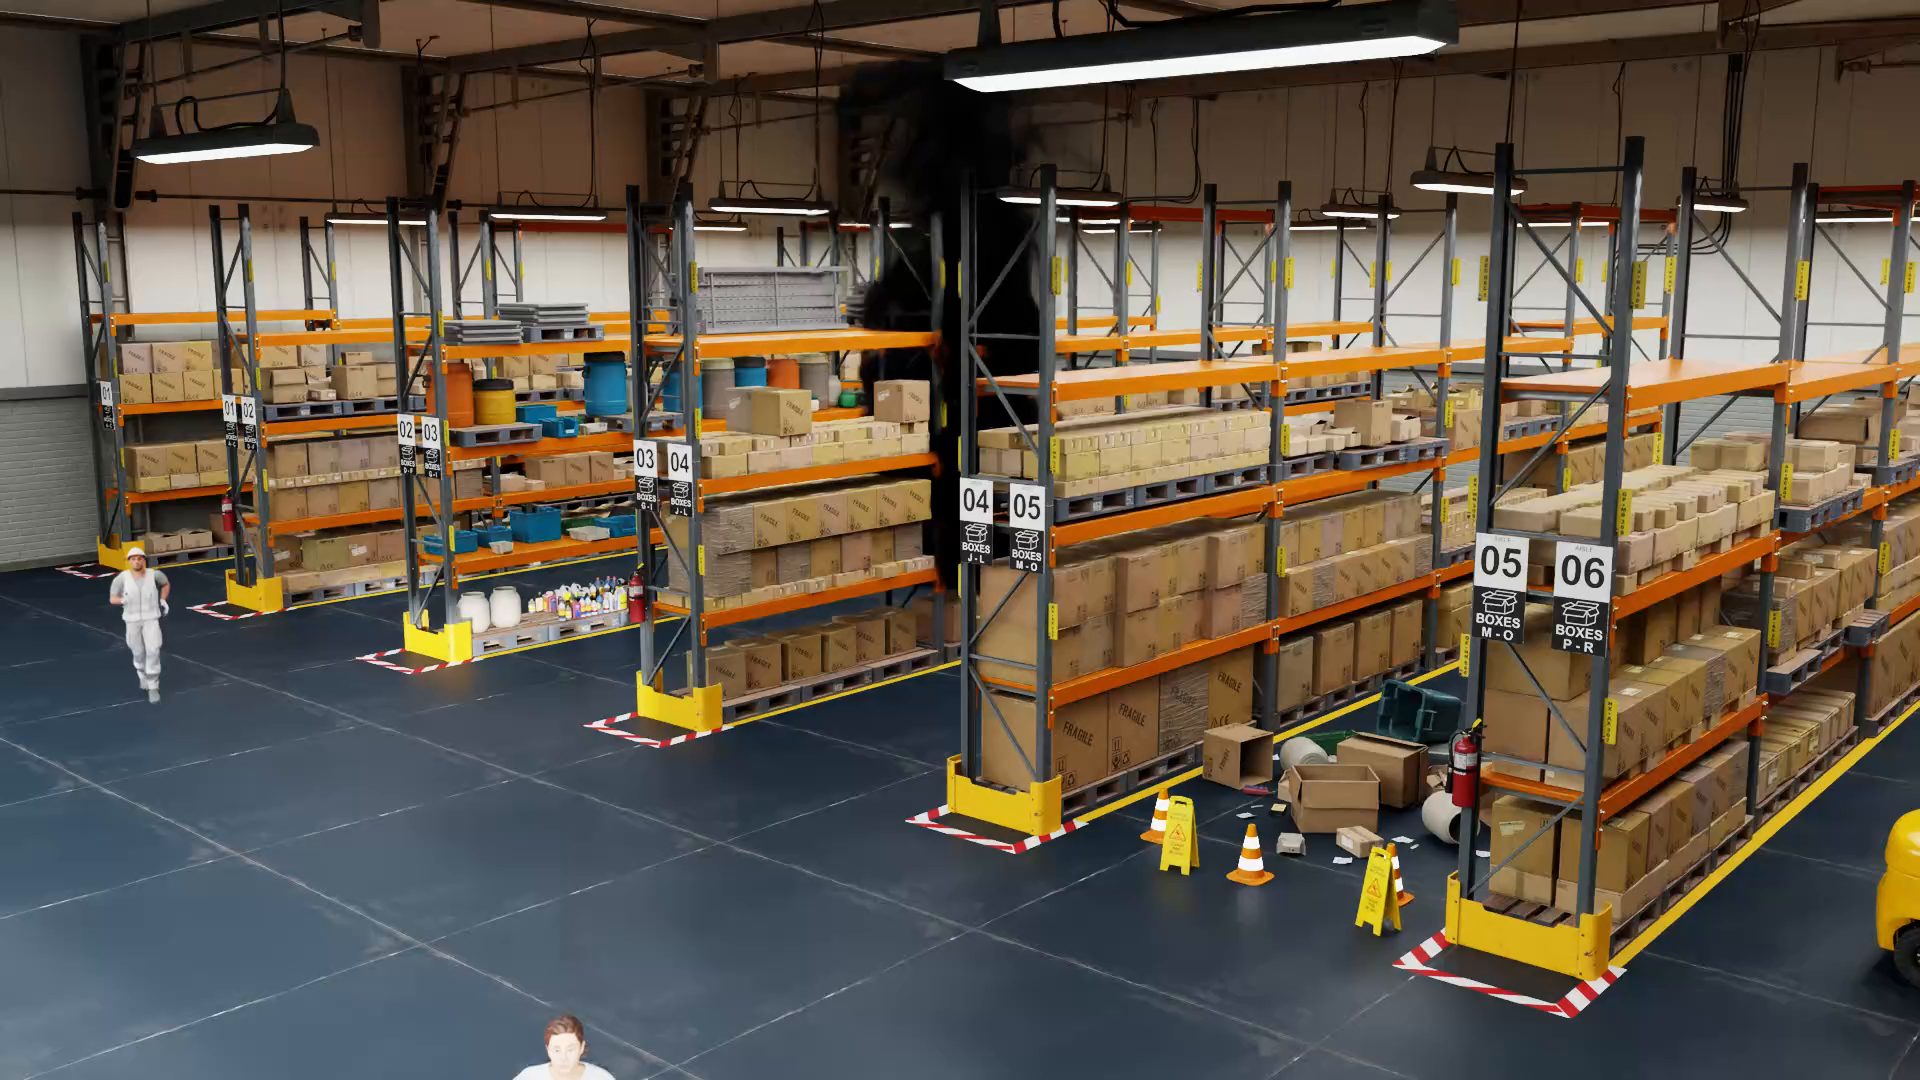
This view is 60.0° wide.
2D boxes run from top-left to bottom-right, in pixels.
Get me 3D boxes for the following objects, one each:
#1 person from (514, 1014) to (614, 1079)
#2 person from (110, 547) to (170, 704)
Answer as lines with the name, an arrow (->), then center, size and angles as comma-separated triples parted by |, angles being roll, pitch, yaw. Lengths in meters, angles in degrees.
person -> -1.852, 3.046, 7.901 | 0.535, 1.714, 0.857 | -2, 10, -13
person -> -9.761, 0.986, 19.838 | 0.640, 1.825, 0.847 | -4, 10, -23
